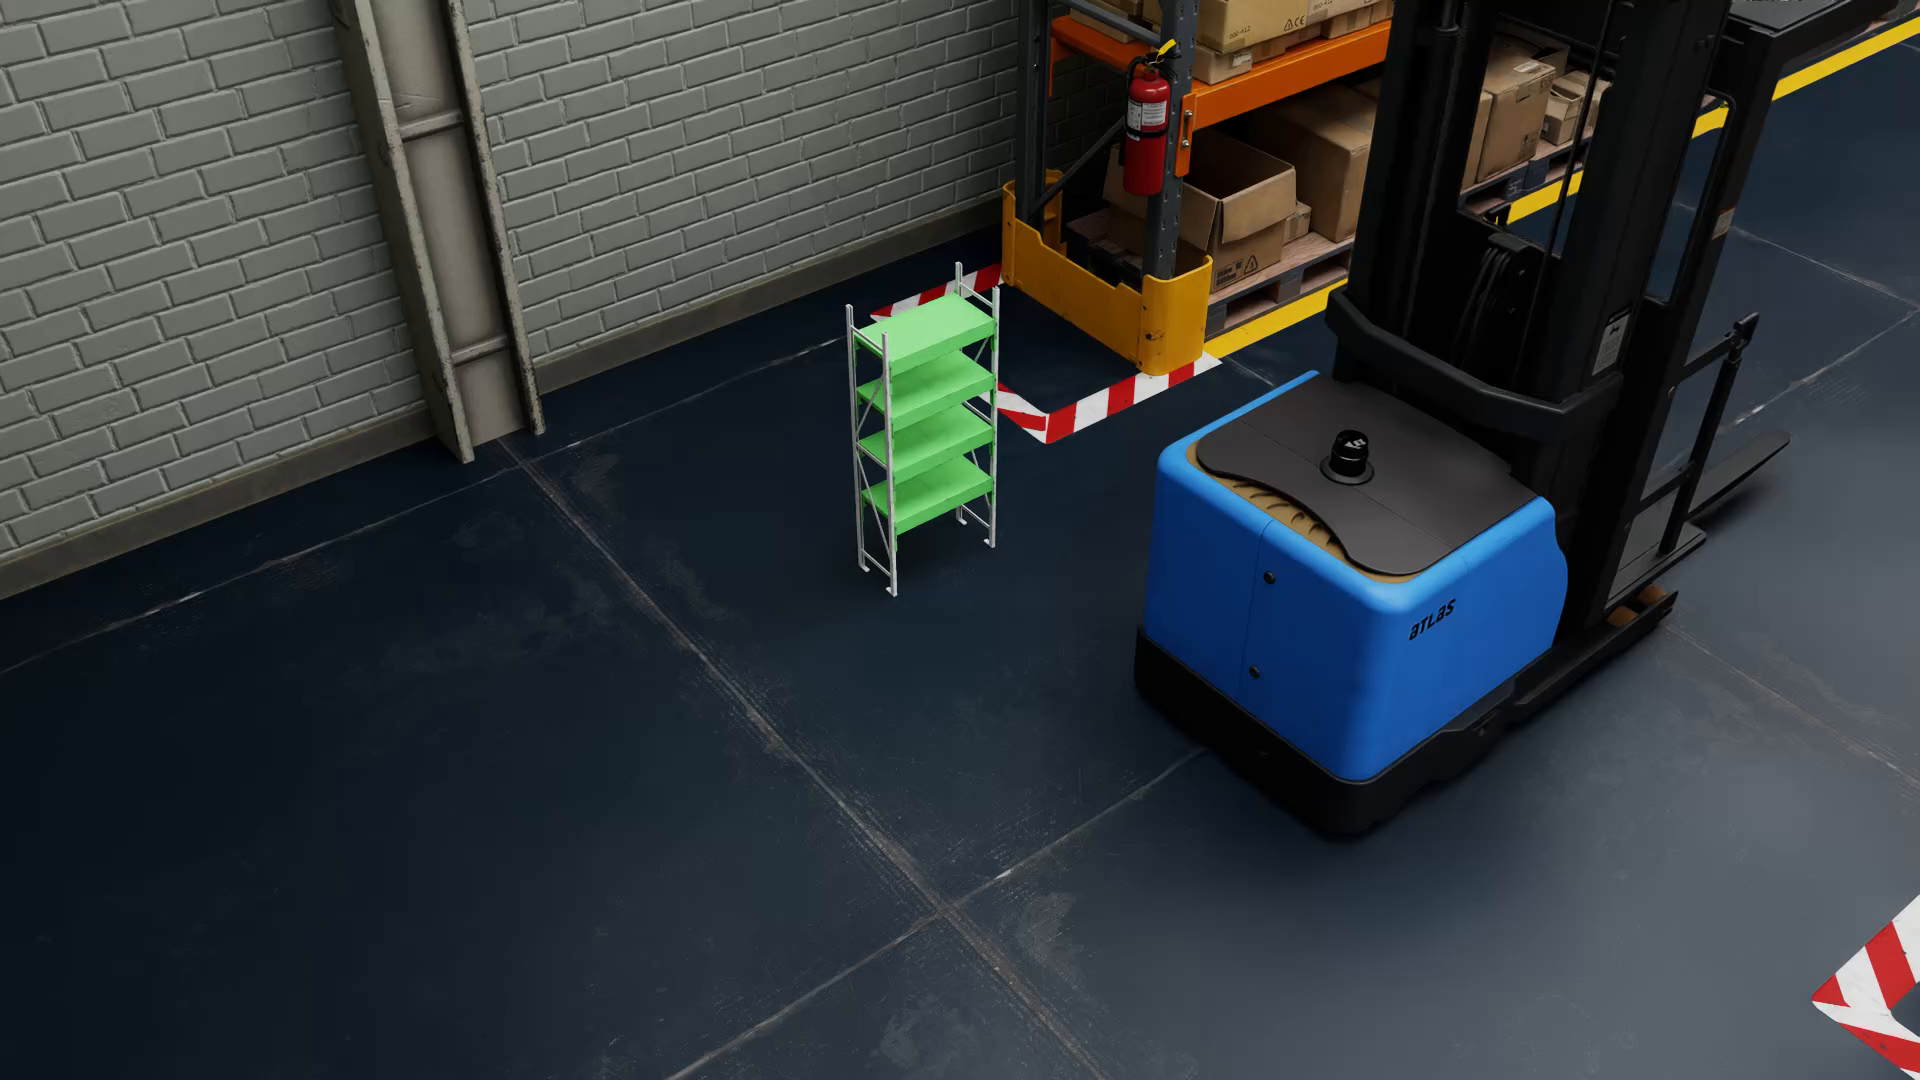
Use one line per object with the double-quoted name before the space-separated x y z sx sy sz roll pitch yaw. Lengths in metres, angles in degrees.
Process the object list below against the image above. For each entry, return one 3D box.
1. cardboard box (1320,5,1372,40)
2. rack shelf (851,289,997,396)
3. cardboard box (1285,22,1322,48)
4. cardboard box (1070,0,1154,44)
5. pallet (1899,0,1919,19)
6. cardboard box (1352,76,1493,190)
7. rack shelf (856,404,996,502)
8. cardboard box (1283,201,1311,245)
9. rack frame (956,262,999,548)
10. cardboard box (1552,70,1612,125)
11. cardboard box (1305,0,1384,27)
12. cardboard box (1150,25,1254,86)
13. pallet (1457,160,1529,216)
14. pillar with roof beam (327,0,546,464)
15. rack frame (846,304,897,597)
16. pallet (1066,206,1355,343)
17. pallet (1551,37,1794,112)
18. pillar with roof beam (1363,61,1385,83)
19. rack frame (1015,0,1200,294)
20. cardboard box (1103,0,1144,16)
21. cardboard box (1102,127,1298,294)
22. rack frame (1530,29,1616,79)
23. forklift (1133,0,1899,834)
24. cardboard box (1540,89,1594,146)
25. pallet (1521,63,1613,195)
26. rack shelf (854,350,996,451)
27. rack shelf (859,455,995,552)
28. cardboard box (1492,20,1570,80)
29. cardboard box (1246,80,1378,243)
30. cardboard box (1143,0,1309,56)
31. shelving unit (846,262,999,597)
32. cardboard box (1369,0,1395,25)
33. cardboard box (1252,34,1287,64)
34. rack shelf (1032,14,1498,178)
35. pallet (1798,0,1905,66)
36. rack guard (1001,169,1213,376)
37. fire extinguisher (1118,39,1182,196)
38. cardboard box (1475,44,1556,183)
"cardboard box" 1.640 -2.428 7.543 0.250 0.149 0.380 -25 45 -27
"rack shelf" -0.131 -0.722 6.028 0.480 0.148 0.258 -26 46 -28
"cardboard box" 1.402 -2.361 7.461 0.250 0.149 0.380 -27 46 -29
"cardboard box" 0.713 -2.395 7.502 0.250 0.149 0.380 -27 46 -29
"pallet" 6.342 -3.973 11.426 1.213 0.211 1.003 -26 46 -28
"cardboard box" 2.338 -2.078 8.558 0.500 0.500 0.500 -25 46 -27
"rack shelf" -0.131 -0.350 6.332 0.480 0.148 0.258 -26 46 -28
"cardboard box" 1.517 -1.622 8.279 0.250 0.149 0.380 -28 47 -30
"rack frame" 0.062 -0.494 6.406 0.015 1.200 0.240 -26 46 -28
"cardboard box" 3.522 -2.472 9.315 0.250 0.149 0.380 -27 47 -29
"cardboard box" 1.537 -2.520 7.341 0.500 0.250 0.500 -25 46 -28
"cardboard box" 1.041 -2.121 7.168 0.250 0.149 0.380 -26 46 -28
"pallet" 2.272 -1.957 8.970 1.213 0.211 1.003 -26 46 -28
"pillar with roof beam" 0.550 -1.794 1.842 0.400 9.000 9.100 -26 46 -28
"rack frame" -0.325 -0.306 6.176 0.015 1.200 0.240 -26 46 -28
"pallet" 1.305 -1.488 8.398 1.213 0.211 1.003 -26 46 -28
"pallet" 4.407 -3.030 10.277 1.213 0.211 1.003 -26 46 -28
"pillar with roof beam" 5.307 -4.113 4.669 0.400 9.000 9.100 -26 46 -28
"rack frame" 0.614 -2.229 7.102 0.127 3.000 1.000 -26 46 -28
"cardboard box" 0.817 -2.597 7.434 0.500 0.250 0.500 -25 45 -27
"cardboard box" 1.156 -1.615 7.990 0.637 0.503 0.797 -28 47 -30
"rack frame" 3.785 -3.775 8.986 0.127 3.000 1.000 -26 46 -28
"forklift" 2.089 -0.952 5.600 3.031 2.935 1.130 -28 47 -30
"cardboard box" 3.239 -2.379 9.109 0.258 0.266 0.396 -24 45 -27
"pallet" 3.240 -2.431 9.548 1.213 0.211 1.003 -26 46 -28
"rack shelf" -0.131 -0.536 6.180 0.480 0.148 0.258 -26 46 -28
"rack shelf" -0.131 -0.165 6.484 0.480 0.148 0.258 -26 46 -28
"cardboard box" 3.117 -2.761 9.539 0.500 0.311 0.500 -24 45 -27
"cardboard box" 1.858 -1.924 8.370 0.500 0.500 0.700 -24 45 -26
"cardboard box" 1.138 -2.326 7.103 0.500 0.250 0.500 -26 46 -28
"shelving unit" -0.131 -0.400 6.291 0.503 1.200 0.258 -26 46 -28
"cardboard box" 1.847 -2.534 7.671 0.250 0.149 0.380 -25 46 -27
"cardboard box" 1.215 -2.242 7.316 0.250 0.149 0.380 -25 45 -27
"rack shelf" 2.199 -2.723 8.272 4.000 0.370 1.077 -26 46 -28
"pallet" 5.375 -3.504 10.855 1.213 0.211 1.003 -26 46 -28
"rack guard" 0.674 -1.292 7.930 0.348 0.500 1.175 -26 46 -28
"fire extinguisher" 0.779 -1.765 6.892 0.183 0.674 0.296 -26 46 -28
"cardboard box" 2.681 -2.325 8.859 0.500 0.500 0.700 -28 47 -30
